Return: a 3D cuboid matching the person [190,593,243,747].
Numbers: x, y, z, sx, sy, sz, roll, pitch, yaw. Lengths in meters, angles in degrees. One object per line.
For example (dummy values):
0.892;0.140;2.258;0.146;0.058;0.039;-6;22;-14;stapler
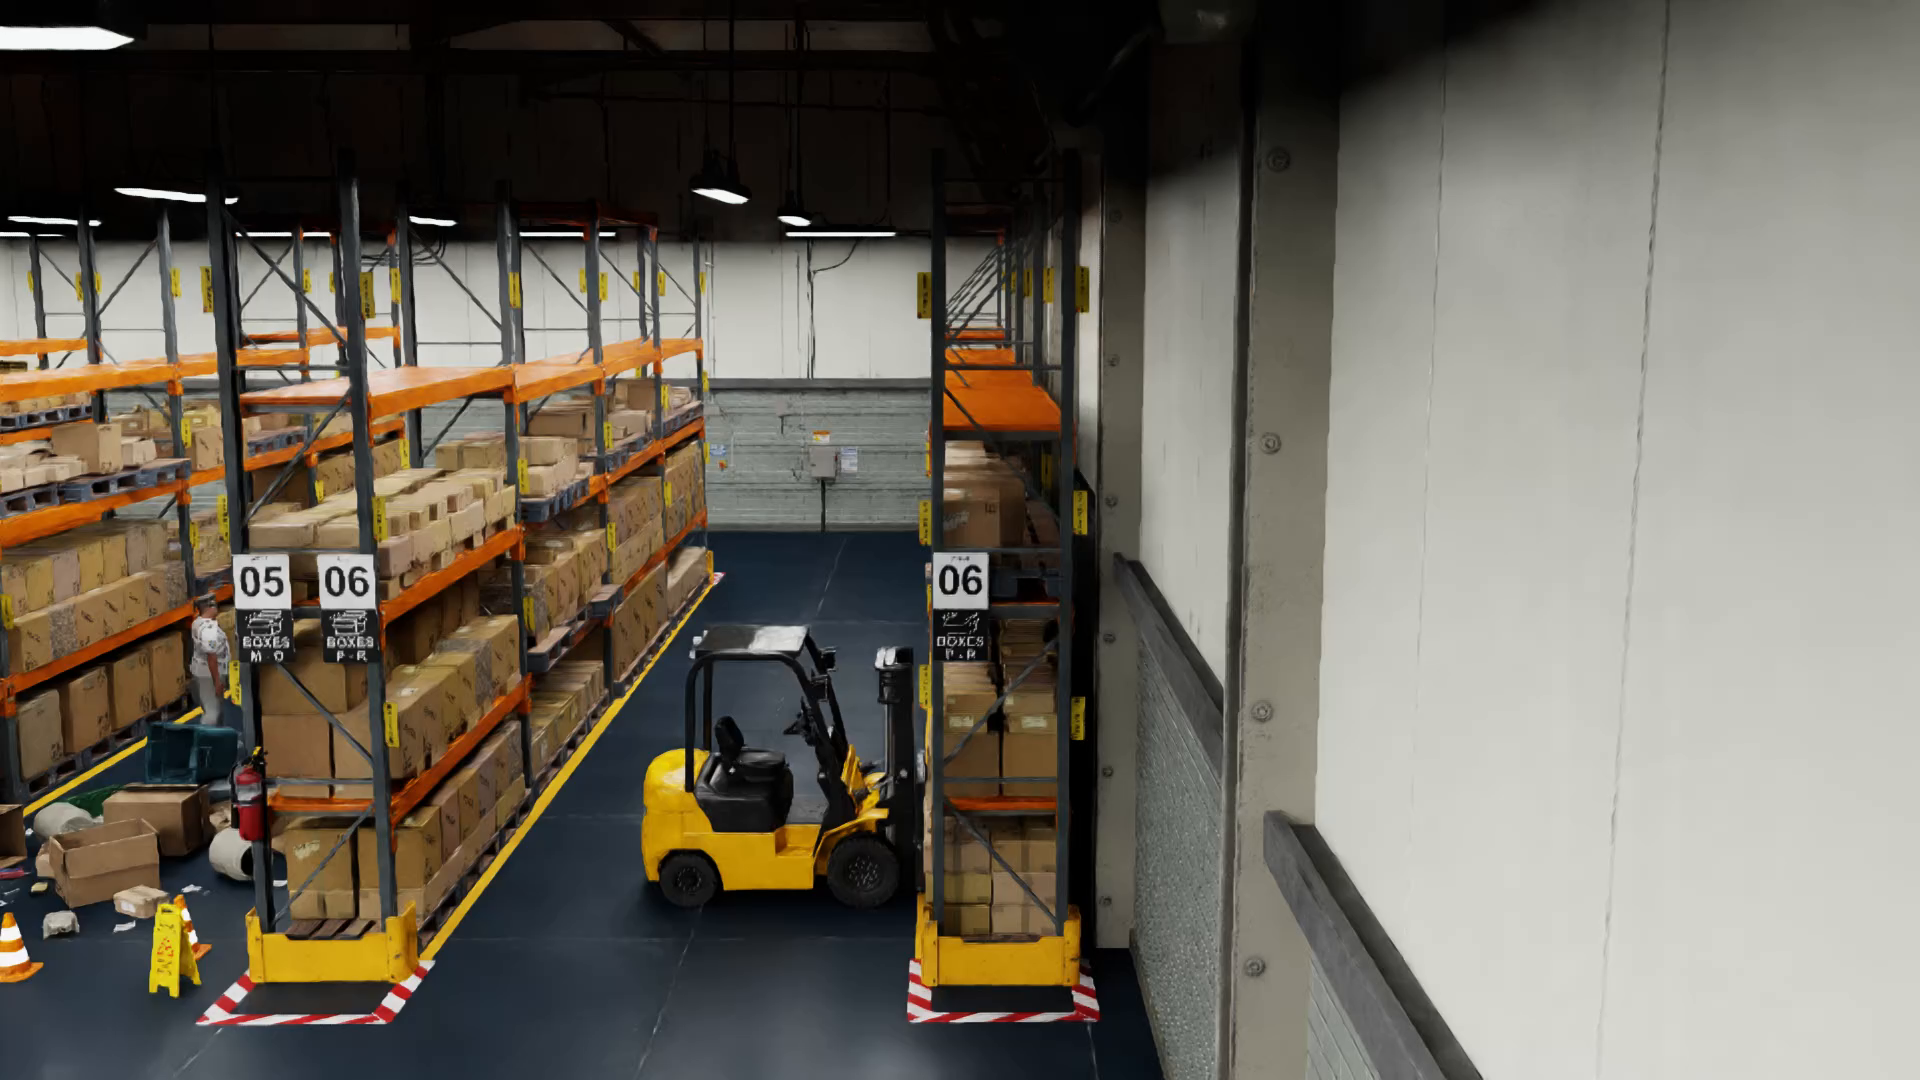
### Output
-8.004;1.445;17.871;0.476;1.759;0.593;-6;11;-32;person
